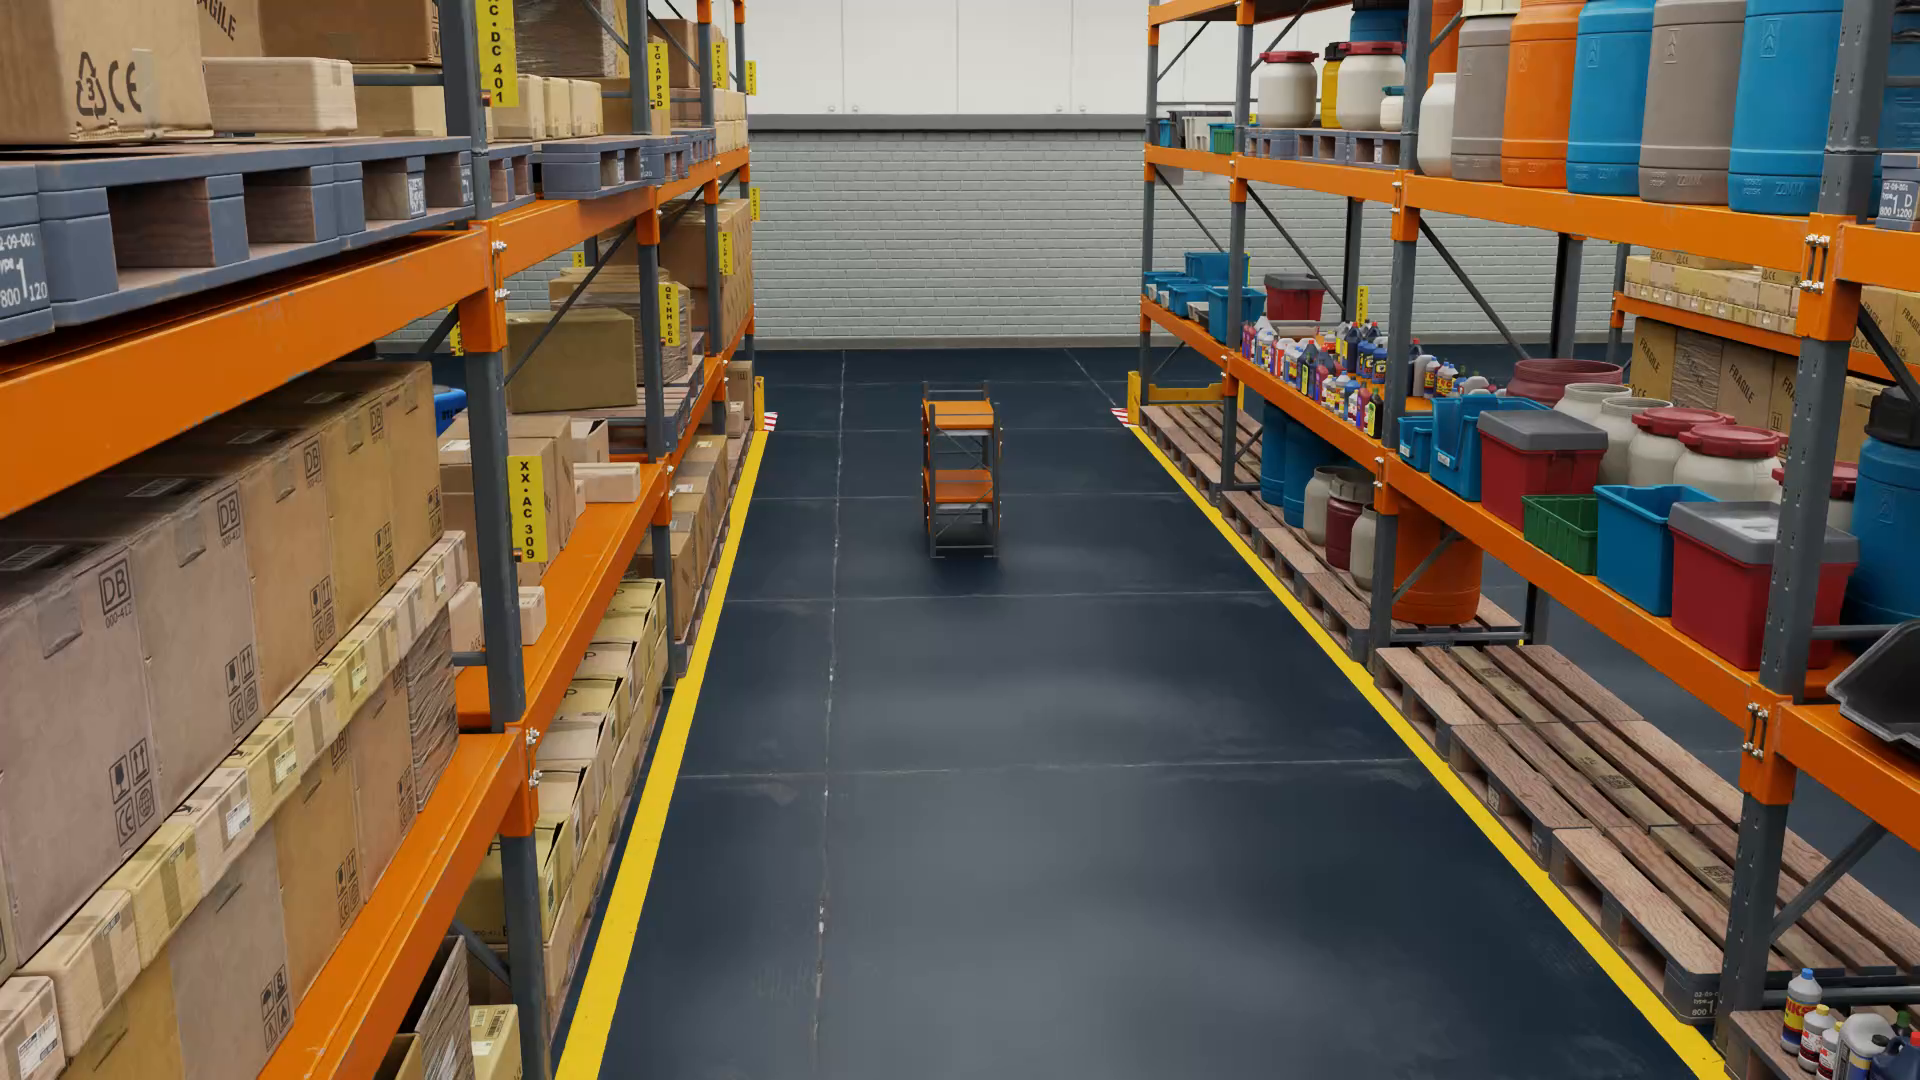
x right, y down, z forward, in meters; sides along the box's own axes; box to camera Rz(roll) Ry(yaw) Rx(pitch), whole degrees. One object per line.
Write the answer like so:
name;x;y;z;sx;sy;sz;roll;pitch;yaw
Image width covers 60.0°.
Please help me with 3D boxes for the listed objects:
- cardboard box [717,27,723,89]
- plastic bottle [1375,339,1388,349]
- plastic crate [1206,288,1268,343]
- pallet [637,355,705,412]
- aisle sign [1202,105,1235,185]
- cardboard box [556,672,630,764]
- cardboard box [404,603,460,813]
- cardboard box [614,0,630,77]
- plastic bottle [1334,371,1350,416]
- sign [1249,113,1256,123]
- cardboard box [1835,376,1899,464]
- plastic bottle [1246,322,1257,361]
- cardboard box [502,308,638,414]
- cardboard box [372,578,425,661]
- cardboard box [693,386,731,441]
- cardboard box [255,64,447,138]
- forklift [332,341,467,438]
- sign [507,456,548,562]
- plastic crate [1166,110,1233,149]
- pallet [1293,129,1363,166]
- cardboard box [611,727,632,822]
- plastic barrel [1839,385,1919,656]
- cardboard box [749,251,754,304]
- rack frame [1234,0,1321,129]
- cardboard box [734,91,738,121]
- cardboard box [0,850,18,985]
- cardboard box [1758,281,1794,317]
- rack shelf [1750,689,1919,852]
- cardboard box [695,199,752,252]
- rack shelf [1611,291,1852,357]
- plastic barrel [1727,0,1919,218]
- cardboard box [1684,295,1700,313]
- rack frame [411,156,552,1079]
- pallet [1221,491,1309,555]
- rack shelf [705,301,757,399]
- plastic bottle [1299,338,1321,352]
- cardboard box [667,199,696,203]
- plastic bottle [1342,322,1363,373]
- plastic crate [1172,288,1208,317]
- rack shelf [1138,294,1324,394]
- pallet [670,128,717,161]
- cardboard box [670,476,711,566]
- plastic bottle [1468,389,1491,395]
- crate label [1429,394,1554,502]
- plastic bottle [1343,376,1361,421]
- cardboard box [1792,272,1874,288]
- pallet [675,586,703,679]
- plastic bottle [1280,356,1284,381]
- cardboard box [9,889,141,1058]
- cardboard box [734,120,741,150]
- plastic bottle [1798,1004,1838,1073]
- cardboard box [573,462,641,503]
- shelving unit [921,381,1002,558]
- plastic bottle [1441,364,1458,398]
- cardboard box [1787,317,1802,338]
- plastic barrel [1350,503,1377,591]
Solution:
cardboard box;-2.335;-3.971;13.713;0.700;0.500;0.500;-1;14;-3
plastic bottle;3.013;-1.287;11.758;0.152;0.276;0.135;-1;14;-3
plastic crate;2.234;-1.822;13.501;0.392;0.384;0.575;-1;14;-3
pallet;-2.218;-1.010;10.819;1.003;0.211;1.213;-1;14;-3
aisle sign;2.644;-3.966;16.705;0.394;0.787;0.004;-1;14;-3
cardboard box;-1.719;0.743;7.170;0.500;0.311;0.500;0;14;-2
cardboard box;-1.811;0.437;4.608;0.700;0.500;0.500;-1;14;-5
cardboard box;-2.145;-2.841;9.319;0.500;0.500;0.500;-1;14;-3
plastic bottle;2.373;-0.910;10.302;0.097;0.271;0.097;0;14;0
sign;2.904;-4.099;16.630;0.100;0.325;0.005;-1;14;-3
cardboard box;7.606;-0.782;12.967;1.225;0.875;0.875;-1;14;-3
plastic bottle;2.209;-1.503;12.581;0.061;0.283;0.133;-1;14;-3
cardboard box;-2.244;-1.026;9.452;0.700;0.500;0.500;-6;16;-22
cardboard box;-1.582;0.203;4.213;0.380;0.149;0.250;-1;14;-5
cardboard box;-2.462;-1.086;14.854;0.797;0.503;0.637;-1;14;-3
cardboard box;-1.874;-1.362;5.238;0.500;0.250;0.500;1;14;2
forklift;-4.912;-1.270;11.580;1.130;2.935;3.031;8;17;29
sign;-1.291;-0.091;4.966;0.100;0.325;0.005;-1;14;-3
plastic crate;2.176;-3.723;15.082;0.504;0.338;0.767;-1;14;-3
pallet;2.823;-2.576;10.877;1.003;0.211;1.213;-1;14;-3
cardboard box;-1.718;1.017;7.230;0.500;0.250;0.500;-1;14;-2
plastic barrel;3.378;-0.044;5.672;0.600;0.901;0.708;-1;14;-3
cardboard box;-2.289;-2.551;16.219;0.500;0.500;0.500;0;14;-2
rack frame;2.603;-4.595;12.328;1.000;3.000;0.127;-1;14;-3
cardboard box;-2.244;-3.859;14.783;0.500;0.250;0.500;-1;14;-3
cardboard box;-1.655;0.433;2.020;0.700;0.500;0.500;-1;14;-5
cardboard box;7.223;-2.072;14.265;0.500;0.250;0.500;0;14;-2
rack shelf;3.223;1.145;3.499;1.077;0.370;4.000;-1;14;-3
cardboard box;-2.286;-3.036;16.097;0.500;0.500;0.500;-1;14;-4
rack shelf;7.423;-1.916;15.395;1.077;0.370;4.000;-1;14;-3
plastic barrel;2.851;-1.519;5.385;0.600;0.901;0.708;-1;14;-3
cardboard box;7.074;-2.227;15.664;0.380;0.149;0.250;-1;14;-4
rack frame;-1.845;0.375;5.049;1.000;3.000;0.127;-1;14;-3
pallet;2.610;-0.147;12.674;1.003;0.211;1.213;-1;14;-3
rack shelf;-2.465;-1.764;14.804;1.077;0.370;4.000;-1;14;-3
plastic bottle;2.461;-1.281;11.735;0.152;0.276;0.135;-1;14;-3
cardboard box;-2.824;-3.028;16.066;0.500;0.500;0.500;0;14;-2
plastic bottle;2.855;-1.394;12.025;0.144;0.351;0.185;-1;14;-3
plastic crate;2.142;-2.164;15.134;0.416;0.233;0.300;-1;14;-3
rack shelf;2.480;-1.839;15.098;1.077;0.370;4.000;-1;14;-3
pallet;-2.370;-2.813;11.797;1.213;0.211;1.003;-1;14;-3
cardboard box;-1.937;-0.124;11.124;0.500;0.500;0.500;-1;14;-5
plastic bottle;2.995;-0.745;9.653;0.152;0.276;0.135;-1;14;-3
crate label;2.643;-0.461;8.228;0.502;0.435;0.616;-1;14;-3
plastic bottle;2.385;-0.862;10.114;0.097;0.271;0.097;0;14;0
cardboard box;7.251;-2.311;13.689;0.500;0.500;0.500;0;14;-2
pallet;-2.101;0.544;9.987;1.003;0.211;1.213;-1;14;-3
plastic bottle;2.289;-1.213;11.621;0.097;0.201;0.097;0;14;0
cardboard box;-1.472;0.650;2.479;0.380;0.149;0.250;-1;14;-5
cardboard box;-2.229;-3.617;14.846;0.500;0.250;0.500;-1;14;-3
plastic bottle;2.688;1.553;5.204;0.097;0.201;0.097;0;14;0
cardboard box;-1.761;-0.279;8.094;0.380;0.149;0.250;-1;14;-3
shelving unit;0.000;-0.546;12.393;0.538;1.125;1.048;-1;14;-3
plastic bottle;3.116;-0.980;10.575;0.097;0.271;0.097;0;14;0
cardboard box;7.185;-1.780;13.928;0.380;0.149;0.250;-1;14;-2
plastic barrel;2.680;0.046;10.479;0.421;0.512;0.421;0;14;0
